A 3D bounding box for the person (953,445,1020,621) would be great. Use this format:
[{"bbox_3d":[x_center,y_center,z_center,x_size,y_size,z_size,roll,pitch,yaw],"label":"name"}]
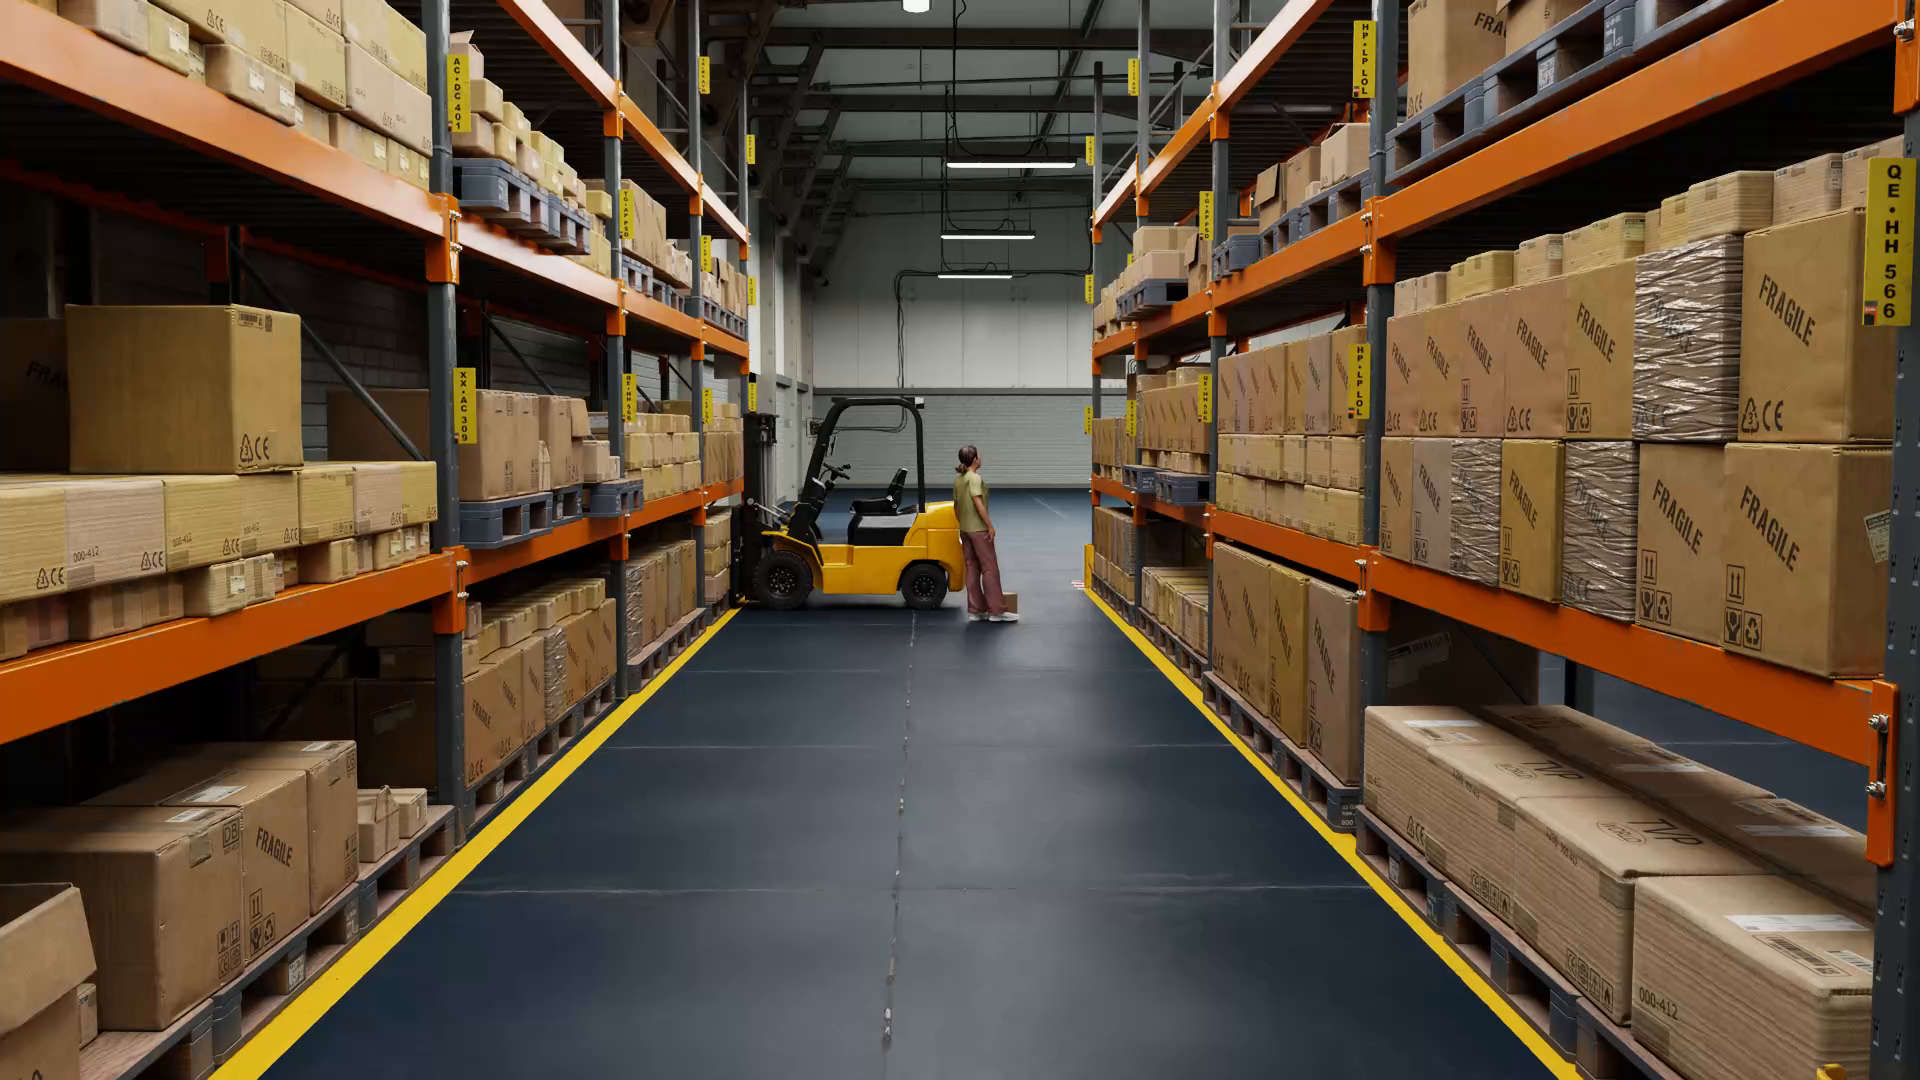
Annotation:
[{"bbox_3d":[0.214,-0.071,15.879,0.547,1.673,0.554,-2,4,-30],"label":"person"}]
